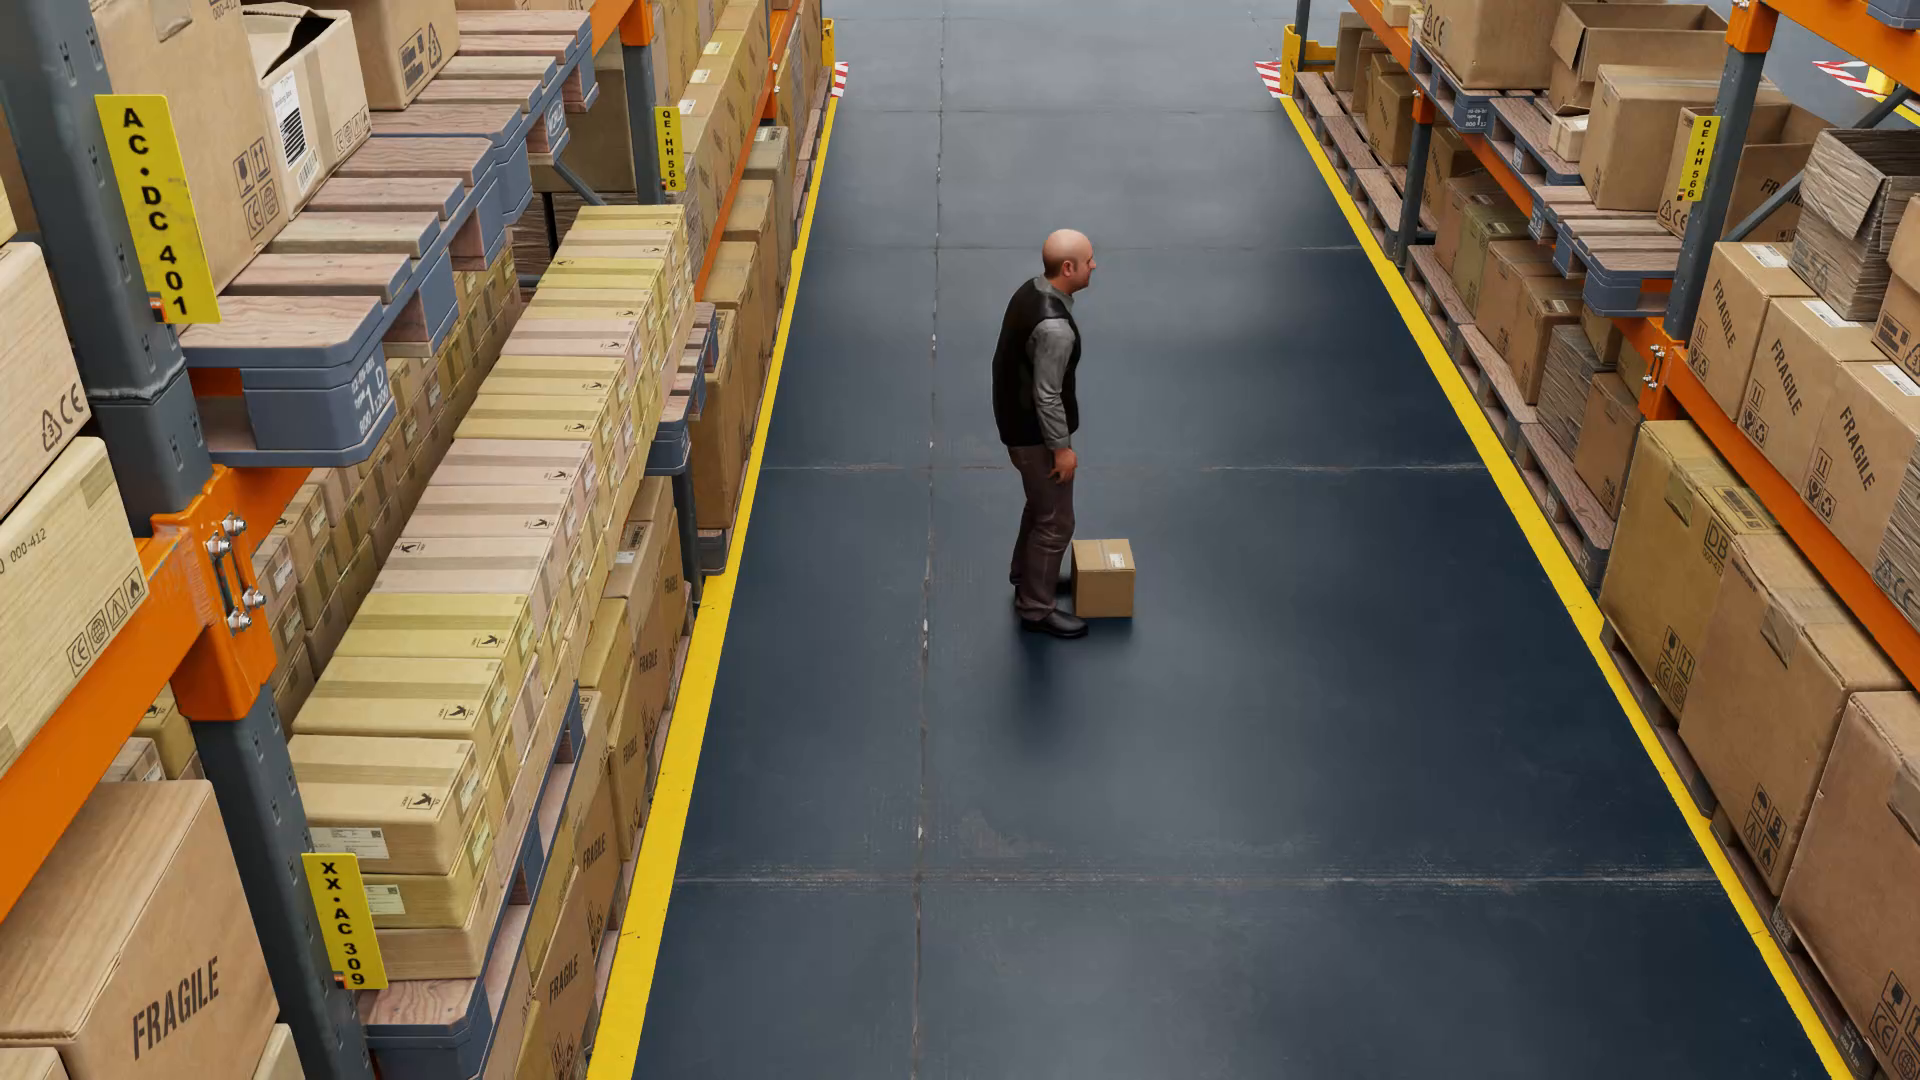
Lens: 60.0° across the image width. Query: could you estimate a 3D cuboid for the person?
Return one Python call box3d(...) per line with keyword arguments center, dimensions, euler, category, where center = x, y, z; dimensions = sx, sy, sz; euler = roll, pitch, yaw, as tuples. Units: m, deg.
box3d(center=(0.364, -0.459, 6.911), dimensions=(0.366, 1.721, 0.594), euler=(-2, 31, -3), category="person")
